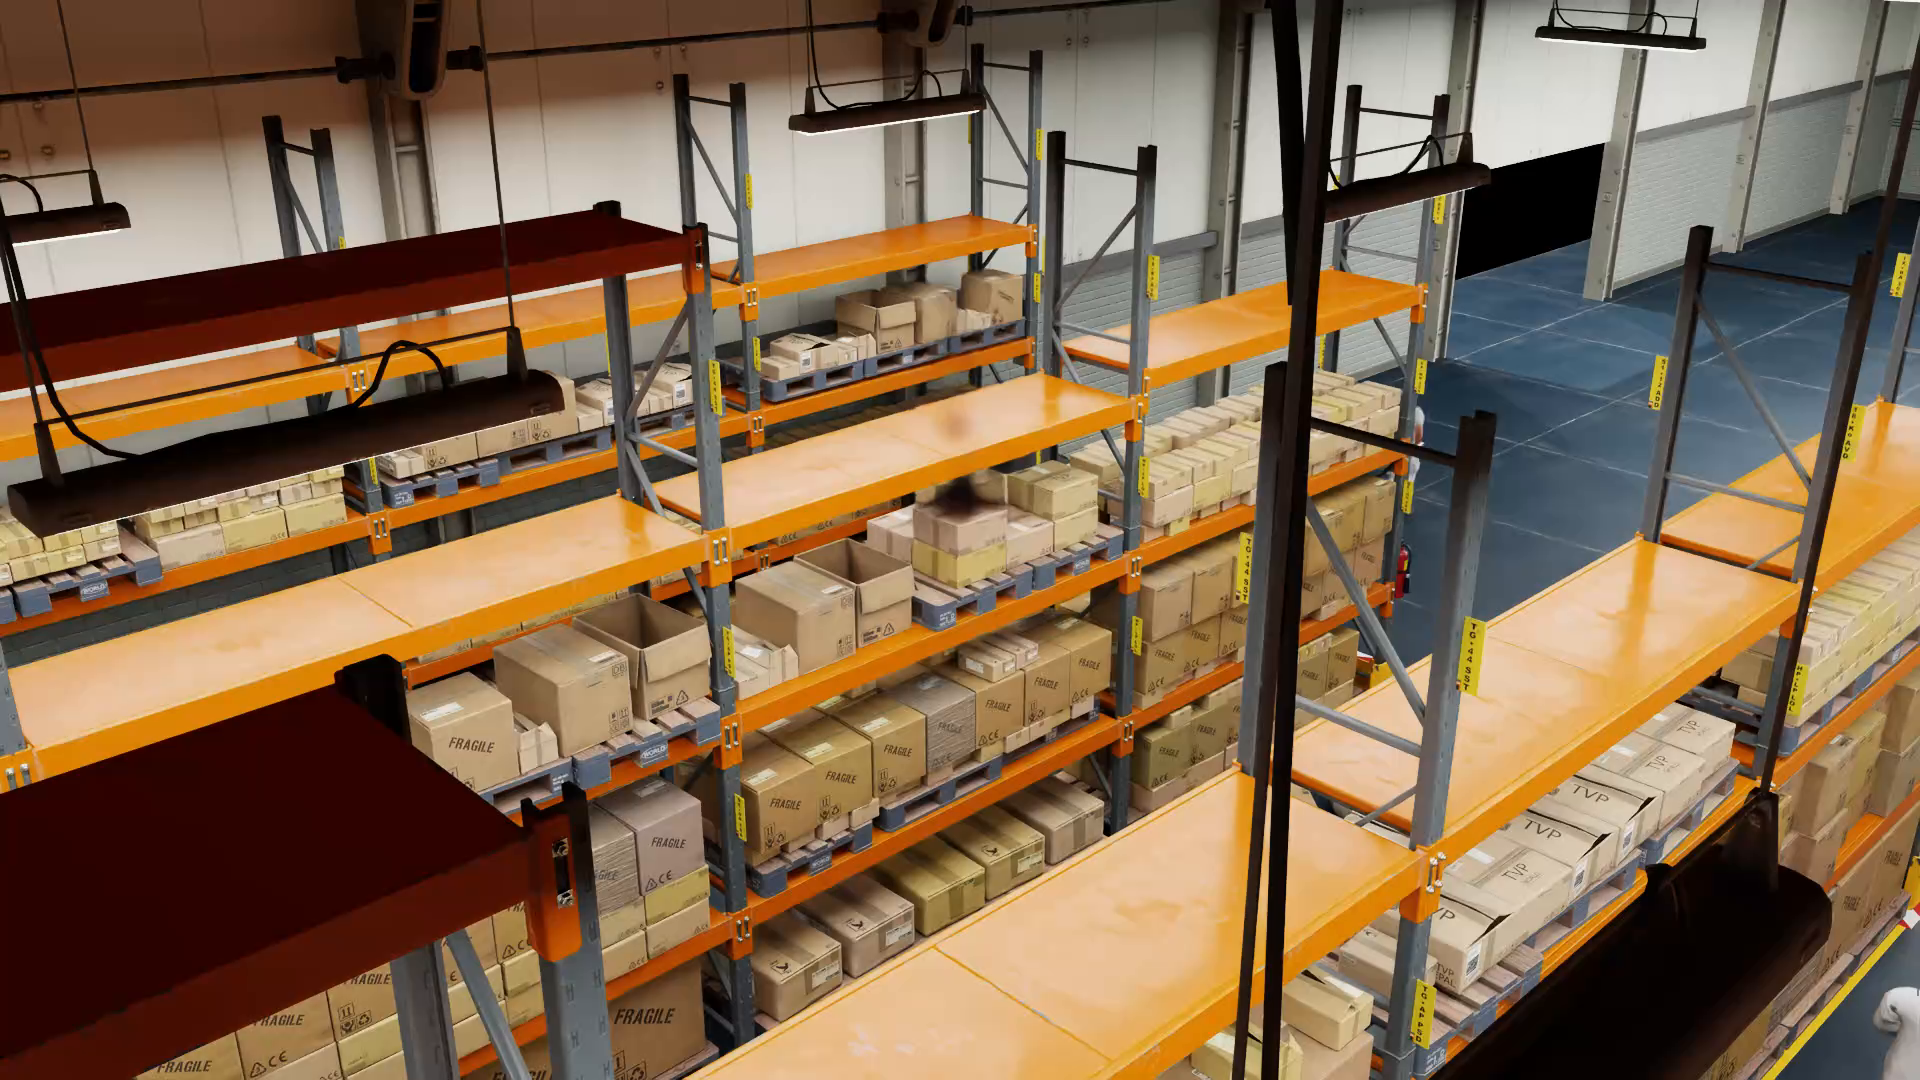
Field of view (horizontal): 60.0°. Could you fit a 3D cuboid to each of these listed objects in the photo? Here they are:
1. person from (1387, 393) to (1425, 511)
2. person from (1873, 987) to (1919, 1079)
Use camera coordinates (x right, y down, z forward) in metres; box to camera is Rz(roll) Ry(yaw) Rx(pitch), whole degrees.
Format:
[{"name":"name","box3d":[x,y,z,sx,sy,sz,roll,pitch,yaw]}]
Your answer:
[{"name":"person","box3d":[5.629,-1.124,21.221,0.629,1.816,0.912,14,26,31]},{"name":"person","box3d":[6.084,3.351,10.460,0.704,1.737,0.643,20,30,39]}]
